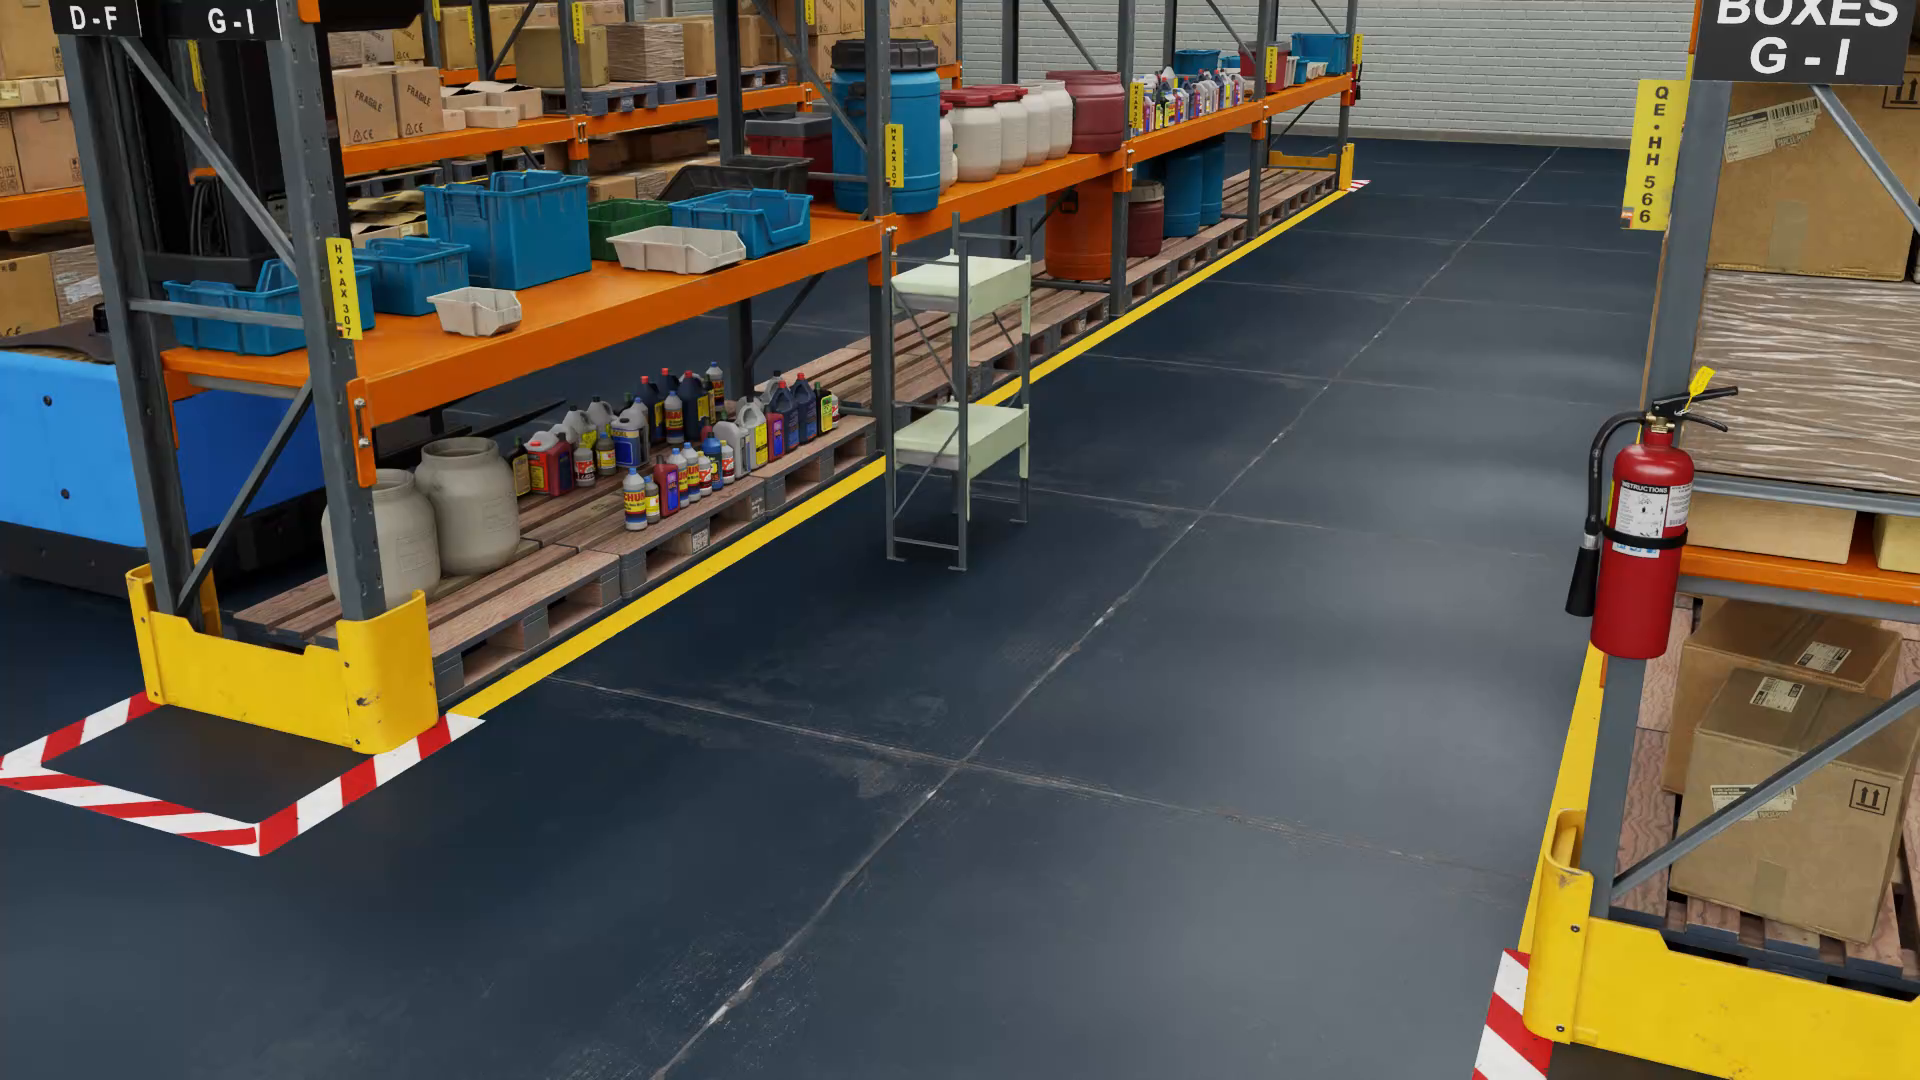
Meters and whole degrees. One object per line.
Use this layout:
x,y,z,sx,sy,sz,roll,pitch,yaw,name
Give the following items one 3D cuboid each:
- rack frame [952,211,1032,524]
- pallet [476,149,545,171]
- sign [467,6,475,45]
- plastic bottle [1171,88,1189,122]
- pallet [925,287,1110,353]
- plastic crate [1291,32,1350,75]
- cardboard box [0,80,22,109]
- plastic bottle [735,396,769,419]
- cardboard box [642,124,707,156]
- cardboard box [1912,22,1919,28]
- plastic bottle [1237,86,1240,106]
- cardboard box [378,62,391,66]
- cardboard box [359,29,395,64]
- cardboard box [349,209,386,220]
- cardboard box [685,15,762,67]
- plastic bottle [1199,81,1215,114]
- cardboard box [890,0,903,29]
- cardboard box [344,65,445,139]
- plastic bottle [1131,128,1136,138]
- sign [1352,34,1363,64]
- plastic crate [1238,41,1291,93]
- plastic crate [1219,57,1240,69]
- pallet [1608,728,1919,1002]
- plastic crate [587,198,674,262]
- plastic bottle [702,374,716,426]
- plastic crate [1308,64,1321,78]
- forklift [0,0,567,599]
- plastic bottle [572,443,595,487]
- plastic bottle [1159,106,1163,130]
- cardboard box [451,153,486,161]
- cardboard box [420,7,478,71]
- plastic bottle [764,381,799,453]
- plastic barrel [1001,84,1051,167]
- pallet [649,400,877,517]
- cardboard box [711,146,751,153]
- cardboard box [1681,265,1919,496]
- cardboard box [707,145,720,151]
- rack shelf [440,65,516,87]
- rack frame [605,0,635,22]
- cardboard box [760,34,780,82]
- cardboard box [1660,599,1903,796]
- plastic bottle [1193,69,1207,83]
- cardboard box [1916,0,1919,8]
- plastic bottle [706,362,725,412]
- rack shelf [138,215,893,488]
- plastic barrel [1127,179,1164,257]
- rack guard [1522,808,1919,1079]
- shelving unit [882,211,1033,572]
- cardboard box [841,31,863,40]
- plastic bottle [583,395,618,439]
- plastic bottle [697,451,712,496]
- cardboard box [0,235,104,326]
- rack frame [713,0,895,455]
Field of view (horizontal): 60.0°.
0.147,-0.816,8.026,0.400,1.500,0.023,9,21,23,rack frame
-5.725,-5.065,21.895,1.003,0.211,1.213,9,21,23,pallet
-4.222,-4.461,14.426,0.100,0.325,0.005,9,21,23,sign
1.834,-3.654,13.952,0.152,0.276,0.135,9,21,23,plastic bottle
0.441,-1.655,12.308,1.003,0.211,1.213,9,21,23,pallet
4.103,-5.563,18.992,0.616,0.435,0.499,9,21,23,plastic crate
-5.696,-2.588,9.652,0.380,0.149,0.250,8,21,22,cardboard box
-1.069,-0.619,8.642,0.152,0.276,0.135,9,21,23,plastic bottle
-2.915,-4.067,16.882,0.500,0.250,0.500,9,21,23,cardboard box
3.124,-1.323,5.127,0.500,0.500,0.500,9,21,23,cardboard box
2.543,-4.126,15.389,0.097,0.201,0.097,0,20,0,plastic bottle
-6.715,-5.378,18.960,0.380,0.149,0.250,9,22,24,cardboard box
-6.765,-5.646,18.746,0.500,0.500,0.500,9,21,23,cardboard box
-4.834,-2.454,13.031,0.500,0.311,0.500,8,21,22,cardboard box
-2.484,-5.235,17.436,0.700,0.500,0.500,2,20,4,cardboard box
2.154,-3.893,14.624,0.152,0.276,0.135,9,21,23,plastic bottle
-1.003,-6.201,19.286,0.500,0.500,0.500,9,22,24,cardboard box
-4.396,-3.413,12.941,0.500,0.500,0.500,7,21,20,cardboard box
1.266,-3.230,12.760,0.152,0.276,0.135,9,21,23,plastic bottle
4.579,-5.652,19.143,0.100,0.325,0.005,9,21,23,sign
3.026,-4.720,16.580,0.402,0.464,0.583,9,21,23,plastic crate
3.006,-5.071,17.911,0.416,0.233,0.300,9,21,23,plastic crate
2.433,0.972,4.921,1.003,0.211,1.213,9,21,23,pallet
-1.657,-1.502,8.031,0.450,0.188,0.662,9,21,23,plastic crate
-1.384,-0.751,9.001,0.061,0.283,0.133,9,21,23,plastic bottle
3.769,-5.189,18.388,0.396,0.136,0.243,9,21,23,plastic crate
-3.200,-1.571,8.012,1.130,2.935,3.031,9,21,23,forklift
-1.823,-0.370,8.051,0.097,0.201,0.097,0,20,0,plastic bottle
1.583,-3.409,13.374,0.097,0.201,0.097,0,20,0,plastic bottle
-6.207,-5.017,20.704,0.700,0.500,0.500,9,21,23,cardboard box
-6.369,-6.088,20.162,0.980,0.700,0.700,9,21,24,cardboard box
-0.923,-0.642,8.594,0.144,0.351,0.185,7,21,20,plastic bottle
0.395,-2.781,11.144,0.421,0.512,0.421,0,20,0,plastic barrel
-1.157,-0.464,8.959,1.003,0.211,1.213,9,21,23,pallet
-2.236,-3.793,17.233,0.500,0.500,0.500,9,21,23,cardboard box
2.287,-0.427,4.100,0.875,0.500,0.500,9,21,23,cardboard box
-2.714,-3.855,17.405,0.500,0.500,0.500,9,21,23,cardboard box
-5.787,-6.055,21.592,1.077,0.370,4.000,9,21,23,rack shelf
-4.968,-7.005,23.191,1.000,3.000,0.127,9,21,23,rack frame
-2.115,-5.339,18.356,0.500,0.500,0.500,9,21,24,cardboard box
2.521,0.528,5.110,0.500,0.500,0.500,15,25,37,cardboard box
2.147,-4.037,14.919,0.144,0.351,0.185,9,21,23,plastic bottle
4.128,-2.002,7.600,1.000,1.000,1.000,9,21,23,cardboard box
-1.374,-0.862,9.332,0.097,0.271,0.097,0,20,0,plastic bottle
-1.663,-1.027,7.455,1.077,0.370,4.000,9,21,23,rack shelf
1.441,-2.759,14.223,0.600,0.588,0.708,9,21,23,plastic barrel
2.068,1.079,4.188,1.175,0.500,0.348,9,21,23,rack guard
-0.003,-0.705,7.712,0.431,1.500,0.755,9,21,23,shelving unit
-1.421,-5.427,18.602,0.500,0.500,0.500,9,21,24,cardboard box
-1.804,-0.559,8.362,0.144,0.351,0.185,8,21,22,plastic bottle
-1.233,-0.321,7.914,0.097,0.201,0.097,0,20,0,plastic bottle
-5.567,-1.591,10.324,0.500,0.500,0.500,9,21,23,cardboard box
-0.844,-1.978,9.053,1.000,3.000,0.127,9,21,23,rack frame
